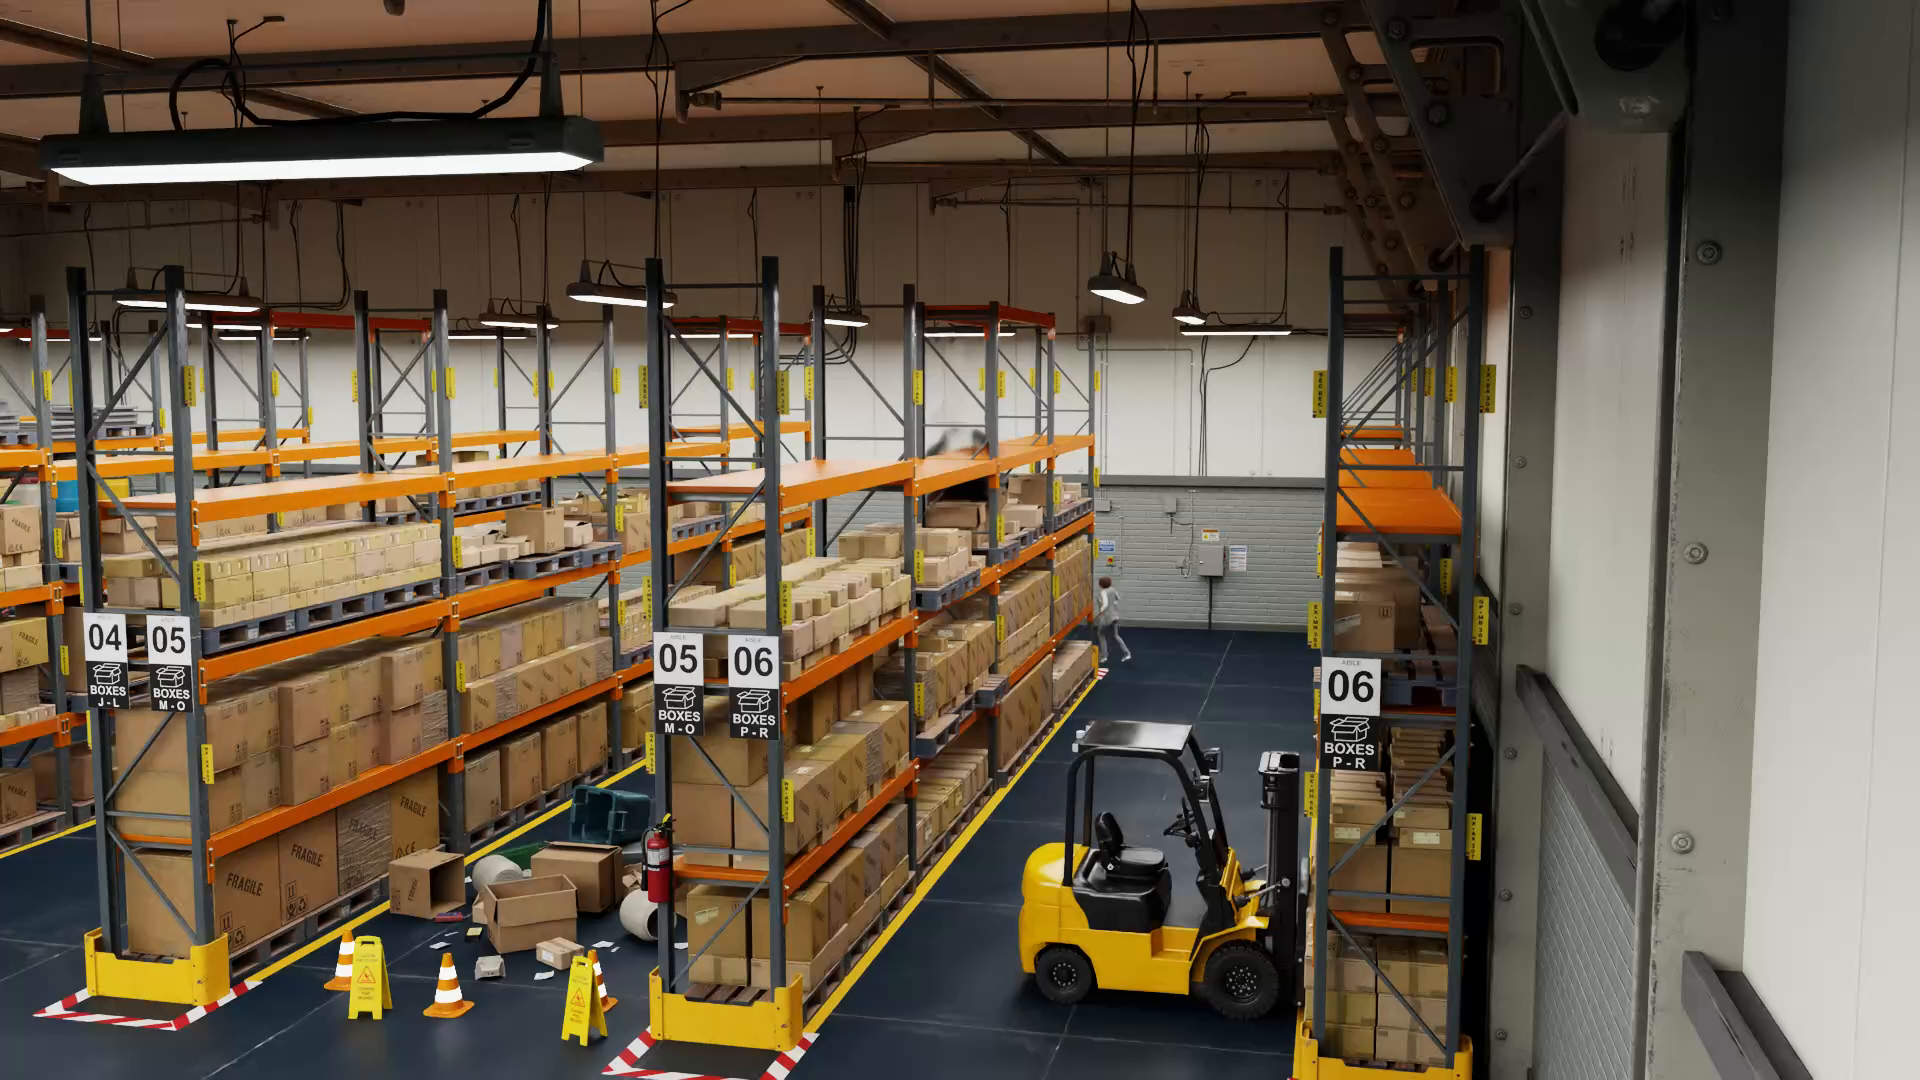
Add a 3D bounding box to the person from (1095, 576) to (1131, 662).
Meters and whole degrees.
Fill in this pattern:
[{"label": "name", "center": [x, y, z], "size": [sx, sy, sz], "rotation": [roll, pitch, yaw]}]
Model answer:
[{"label": "person", "center": [2.605, 1.415, 29.263], "size": [0.716, 1.581, 0.606], "rotation": [5, 8, 41]}]
